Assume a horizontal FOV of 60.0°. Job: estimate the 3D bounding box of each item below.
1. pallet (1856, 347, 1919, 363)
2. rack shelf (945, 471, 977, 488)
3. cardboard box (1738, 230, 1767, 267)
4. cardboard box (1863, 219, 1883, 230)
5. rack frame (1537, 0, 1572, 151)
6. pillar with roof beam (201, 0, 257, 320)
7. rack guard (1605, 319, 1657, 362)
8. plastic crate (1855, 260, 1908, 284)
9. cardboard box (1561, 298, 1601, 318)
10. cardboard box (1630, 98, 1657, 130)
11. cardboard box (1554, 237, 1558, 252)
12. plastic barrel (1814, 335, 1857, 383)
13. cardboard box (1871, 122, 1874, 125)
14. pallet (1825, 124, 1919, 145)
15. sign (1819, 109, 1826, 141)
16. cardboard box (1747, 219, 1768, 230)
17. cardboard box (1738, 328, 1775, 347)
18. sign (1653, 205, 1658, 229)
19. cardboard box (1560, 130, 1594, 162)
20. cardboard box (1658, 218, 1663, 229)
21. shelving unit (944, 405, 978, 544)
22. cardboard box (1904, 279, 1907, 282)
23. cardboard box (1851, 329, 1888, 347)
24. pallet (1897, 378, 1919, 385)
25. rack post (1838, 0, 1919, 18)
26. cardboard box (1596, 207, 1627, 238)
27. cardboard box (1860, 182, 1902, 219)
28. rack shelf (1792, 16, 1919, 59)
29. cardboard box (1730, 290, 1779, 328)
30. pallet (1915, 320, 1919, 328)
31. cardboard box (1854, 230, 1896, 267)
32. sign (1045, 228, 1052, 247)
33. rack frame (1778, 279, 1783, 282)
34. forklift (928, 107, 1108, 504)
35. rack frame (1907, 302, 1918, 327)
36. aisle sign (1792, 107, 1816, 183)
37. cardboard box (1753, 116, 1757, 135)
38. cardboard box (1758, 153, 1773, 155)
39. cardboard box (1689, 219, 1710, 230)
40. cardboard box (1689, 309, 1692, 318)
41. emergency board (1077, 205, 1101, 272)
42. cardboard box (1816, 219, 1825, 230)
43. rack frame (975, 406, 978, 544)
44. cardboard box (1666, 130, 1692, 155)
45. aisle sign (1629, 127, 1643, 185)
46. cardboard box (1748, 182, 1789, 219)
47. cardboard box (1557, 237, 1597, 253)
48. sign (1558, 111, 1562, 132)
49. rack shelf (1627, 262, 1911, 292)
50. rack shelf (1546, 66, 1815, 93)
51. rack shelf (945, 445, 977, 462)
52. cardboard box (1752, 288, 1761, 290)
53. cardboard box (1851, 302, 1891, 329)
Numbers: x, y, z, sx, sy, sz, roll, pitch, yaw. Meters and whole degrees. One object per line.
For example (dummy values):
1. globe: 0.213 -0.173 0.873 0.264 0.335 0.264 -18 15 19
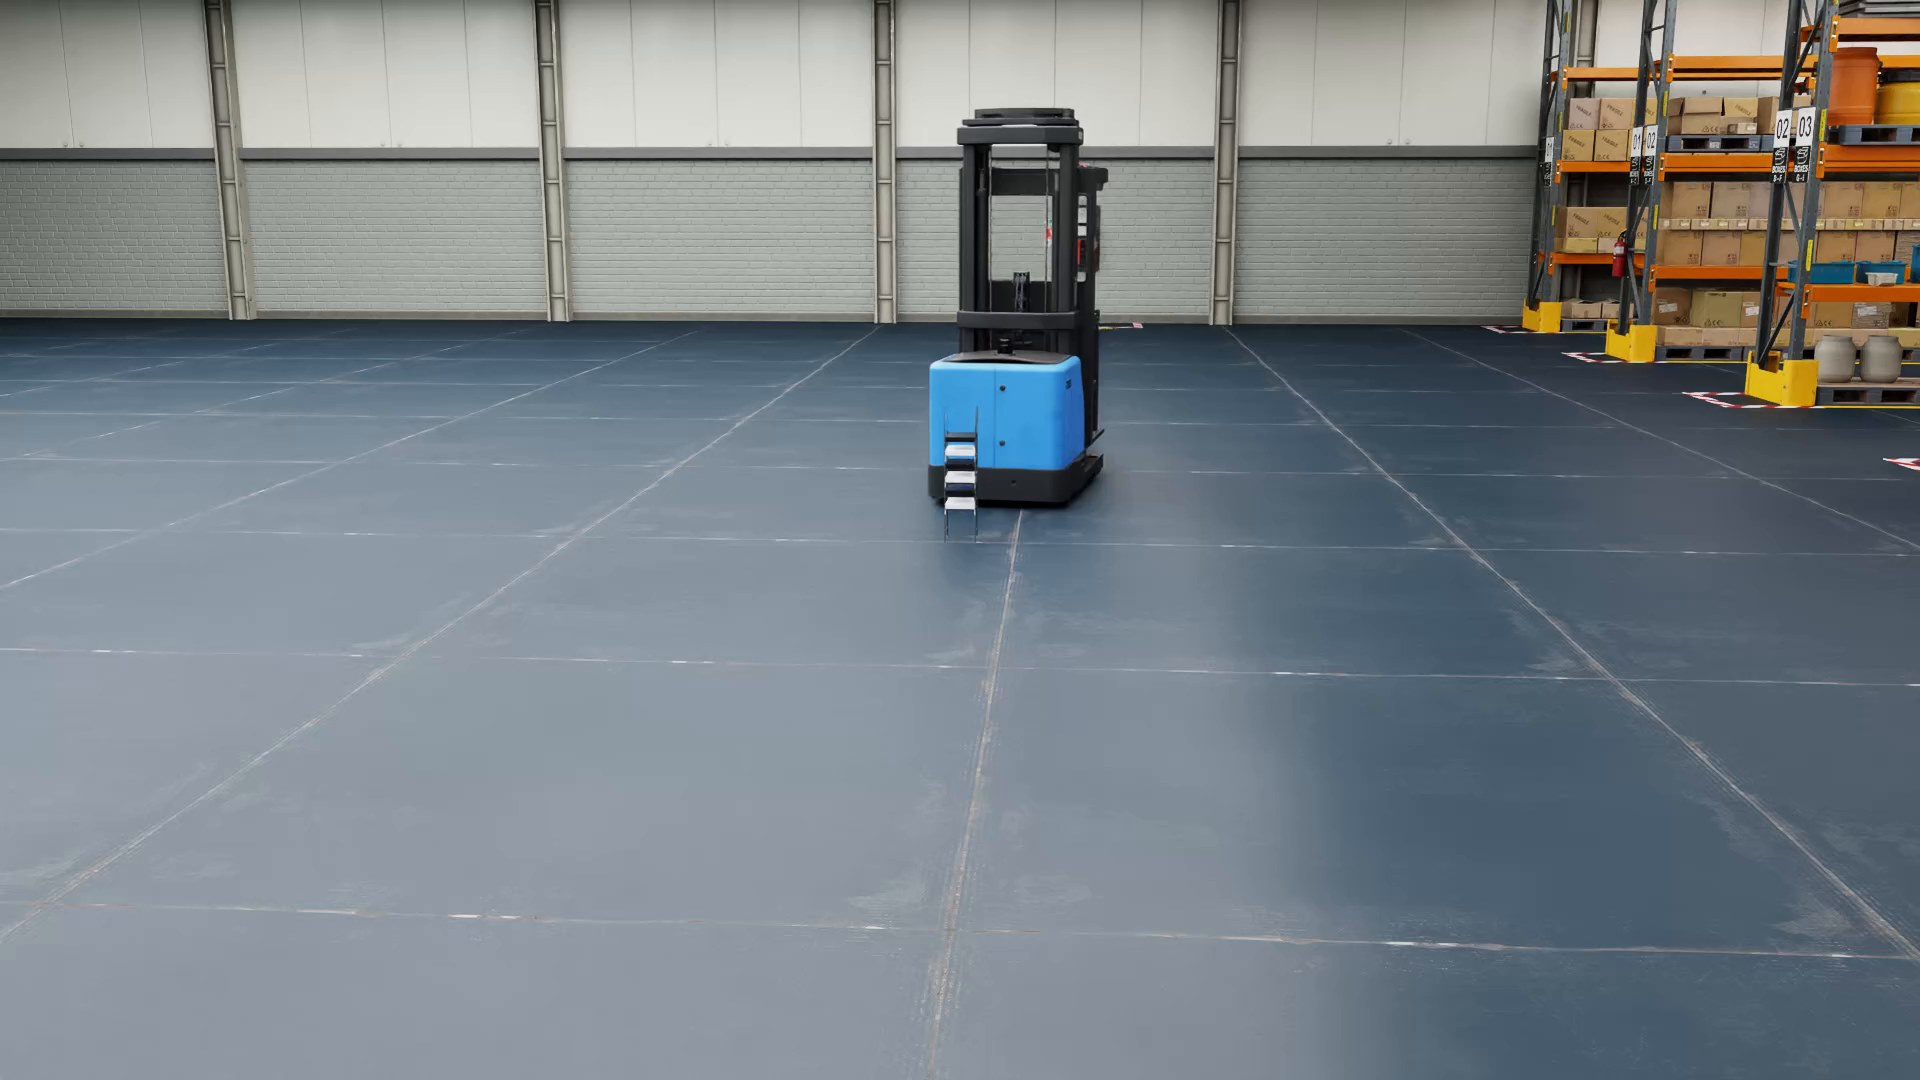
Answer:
1. pallet: 12.755 -2.665 23.493 1.213 0.211 1.003 1 12 4
2. rack shelf: 0.008 -0.408 11.182 0.200 0.077 0.258 1 12 4
3. cardboard box: 11.038 -4.091 23.255 0.500 0.500 0.700 1 12 4
4. cardboard box: 12.489 -4.347 22.895 0.250 0.149 0.380 1 12 4
5. rack frame: 9.881 -8.014 27.600 0.127 3.000 1.000 1 12 4
6. pillar with roof beam: -13.596 -7.630 25.764 0.400 9.000 9.100 1 12 4
7. rack guard: 9.530 -2.842 23.633 0.348 0.500 1.175 1 12 4
8. plastic crate: 10.386 -3.025 18.765 0.408 0.251 0.499 1 12 4
9. cardboard box: 10.566 -3.949 28.311 0.500 0.311 0.500 -1 12 -3
10. cardboard box: 11.259 -7.017 27.425 0.500 0.500 0.500 1 12 5
11. cardboard box: 10.361 -5.047 28.386 0.500 0.250 0.500 1 12 5
12. plastic barrel: 9.881 -2.048 18.782 0.421 0.512 0.421 0 12 0
13. cardboard box: 12.323 -5.590 22.588 0.250 0.149 0.380 1 12 4
14. pallet: 10.038 -4.398 18.101 1.213 0.211 1.003 1 12 4
15. sign: 9.178 -4.414 17.694 0.005 0.325 0.100 1 12 4
16. cardboard box: 10.961 -4.368 22.997 0.250 0.149 0.380 0 12 2
17. cardboard box: 11.072 -2.859 23.300 0.500 0.250 0.500 1 12 4
18. sign: 9.511 -4.414 22.738 0.005 0.325 0.100 1 12 4
19. cardboard box: 10.198 -6.549 27.629 0.500 0.500 0.500 1 12 5
20. cardboard box: 9.948 -4.465 23.460 0.250 0.149 0.380 1 12 3
21. shelving unit: 0.008 -0.440 11.175 0.210 0.900 0.258 1 12 4
22. cardboard box: 15.567 -4.363 27.999 0.500 0.250 0.500 0 12 2
23. cardboard box: 12.570 -2.841 23.212 0.500 0.250 0.500 1 12 4
24. pallet: 11.323 -1.668 18.724 1.213 0.211 1.003 1 12 4
25. rack post: 9.965 -5.709 17.802 0.954 0.300 0.937 2 12 10
26. cardboard box: 10.830 -5.304 27.784 0.500 0.500 0.500 1 12 4
27. cardboard box: 12.598 -4.706 23.026 0.500 0.500 0.700 1 12 4
28. rack shelf: 11.215 -5.415 17.908 4.000 0.370 1.077 1 12 4
29. cardboard box: 11.073 -3.228 23.234 0.500 0.500 0.500 1 12 4
30. pallet: 15.870 -3.631 28.111 1.213 0.211 1.003 1 12 4
31. cardboard box: 12.575 -4.070 23.155 0.500 0.500 0.700 1 12 3
32. sign: 1.643 -5.414 29.738 0.234 0.329 0.001 1 12 4
33. rack frame: 13.873 -5.023 27.952 0.127 3.000 1.000 1 12 4
34. forklift: 0.587 -1.963 13.495 1.130 2.935 3.031 3 12 13
35. rack frame: 13.545 -4.010 23.114 0.127 3.000 1.000 1 12 4
36. aisle sign: 9.128 -4.267 17.991 0.004 0.787 0.394 1 12 4
37. cardboard box: 11.276 -5.794 23.166 0.500 0.311 0.500 2 12 10
38. cardboard box: 13.350 -6.506 27.425 0.500 0.500 0.500 1 12 5
39. cardboard box: 10.195 -4.379 23.049 0.250 0.149 0.380 0 12 2
40. cardboard box: 12.278 -3.868 28.323 0.250 0.149 0.380 0 12 -1
41. emergency board: 2.188 -5.368 29.604 0.643 1.169 0.194 1 12 4
42. cardboard box: 11.728 -4.358 22.945 0.250 0.149 0.380 1 12 6
43. rack frame: 0.110 -0.439 11.169 0.006 0.900 0.240 1 12 4
44. cardboard box: 11.786 -6.525 27.514 0.500 0.500 0.500 2 12 7
45. aisle sign: 9.508 -5.399 23.401 0.004 0.787 0.394 1 12 4
46. cardboard box: 11.100 -4.727 23.125 0.500 0.500 0.700 1 12 4
47. cardboard box: 10.347 -4.942 27.885 0.500 0.250 0.500 0 12 2
48. sign: 9.845 -6.862 27.288 0.005 0.325 0.100 1 12 4
49. rack shelf: 11.550 -3.686 23.319 4.000 0.370 1.077 1 12 4
50. rack shelf: 11.877 -7.633 27.543 4.000 0.370 1.077 1 12 4
51. rack shelf: 0.008 -0.584 11.145 0.200 0.077 0.258 1 12 4
52. cardboard box: 11.607 -3.328 23.708 0.500 0.500 0.500 1 12 4
53. cardboard box: 12.570 -3.208 23.137 0.500 0.500 0.500 1 12 4
